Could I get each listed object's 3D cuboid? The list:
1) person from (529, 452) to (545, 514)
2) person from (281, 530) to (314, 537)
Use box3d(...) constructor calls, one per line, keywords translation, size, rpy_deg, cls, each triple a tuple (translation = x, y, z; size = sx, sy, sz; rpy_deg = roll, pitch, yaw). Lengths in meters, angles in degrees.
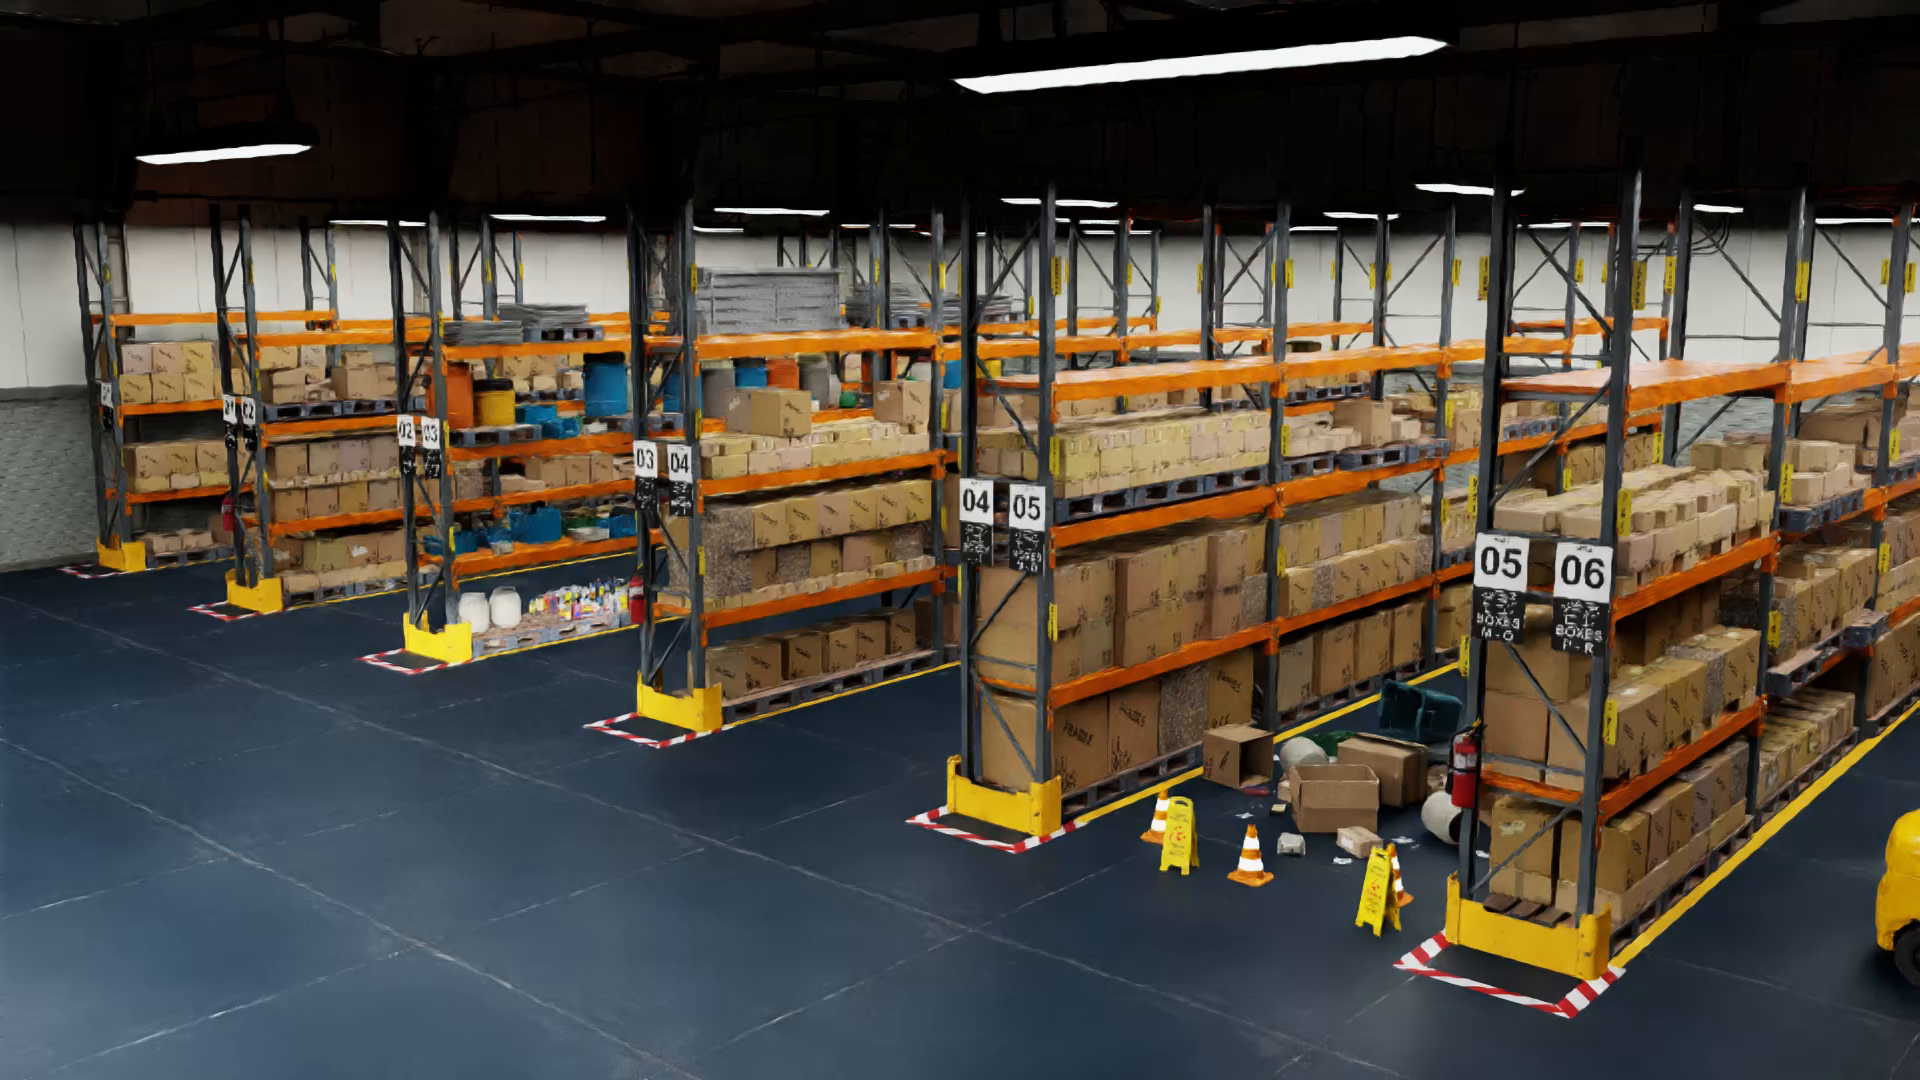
box3d(translation=(-8.032, -0.883, 31.667), size=(0.406, 1.600, 0.468), rpy_deg=(2, 10, 11), cls="person")
box3d(translation=(-11.792, -0.502, 29.320), size=(0.461, 1.625, 0.998), rpy_deg=(8, 12, 38), cls="person")
